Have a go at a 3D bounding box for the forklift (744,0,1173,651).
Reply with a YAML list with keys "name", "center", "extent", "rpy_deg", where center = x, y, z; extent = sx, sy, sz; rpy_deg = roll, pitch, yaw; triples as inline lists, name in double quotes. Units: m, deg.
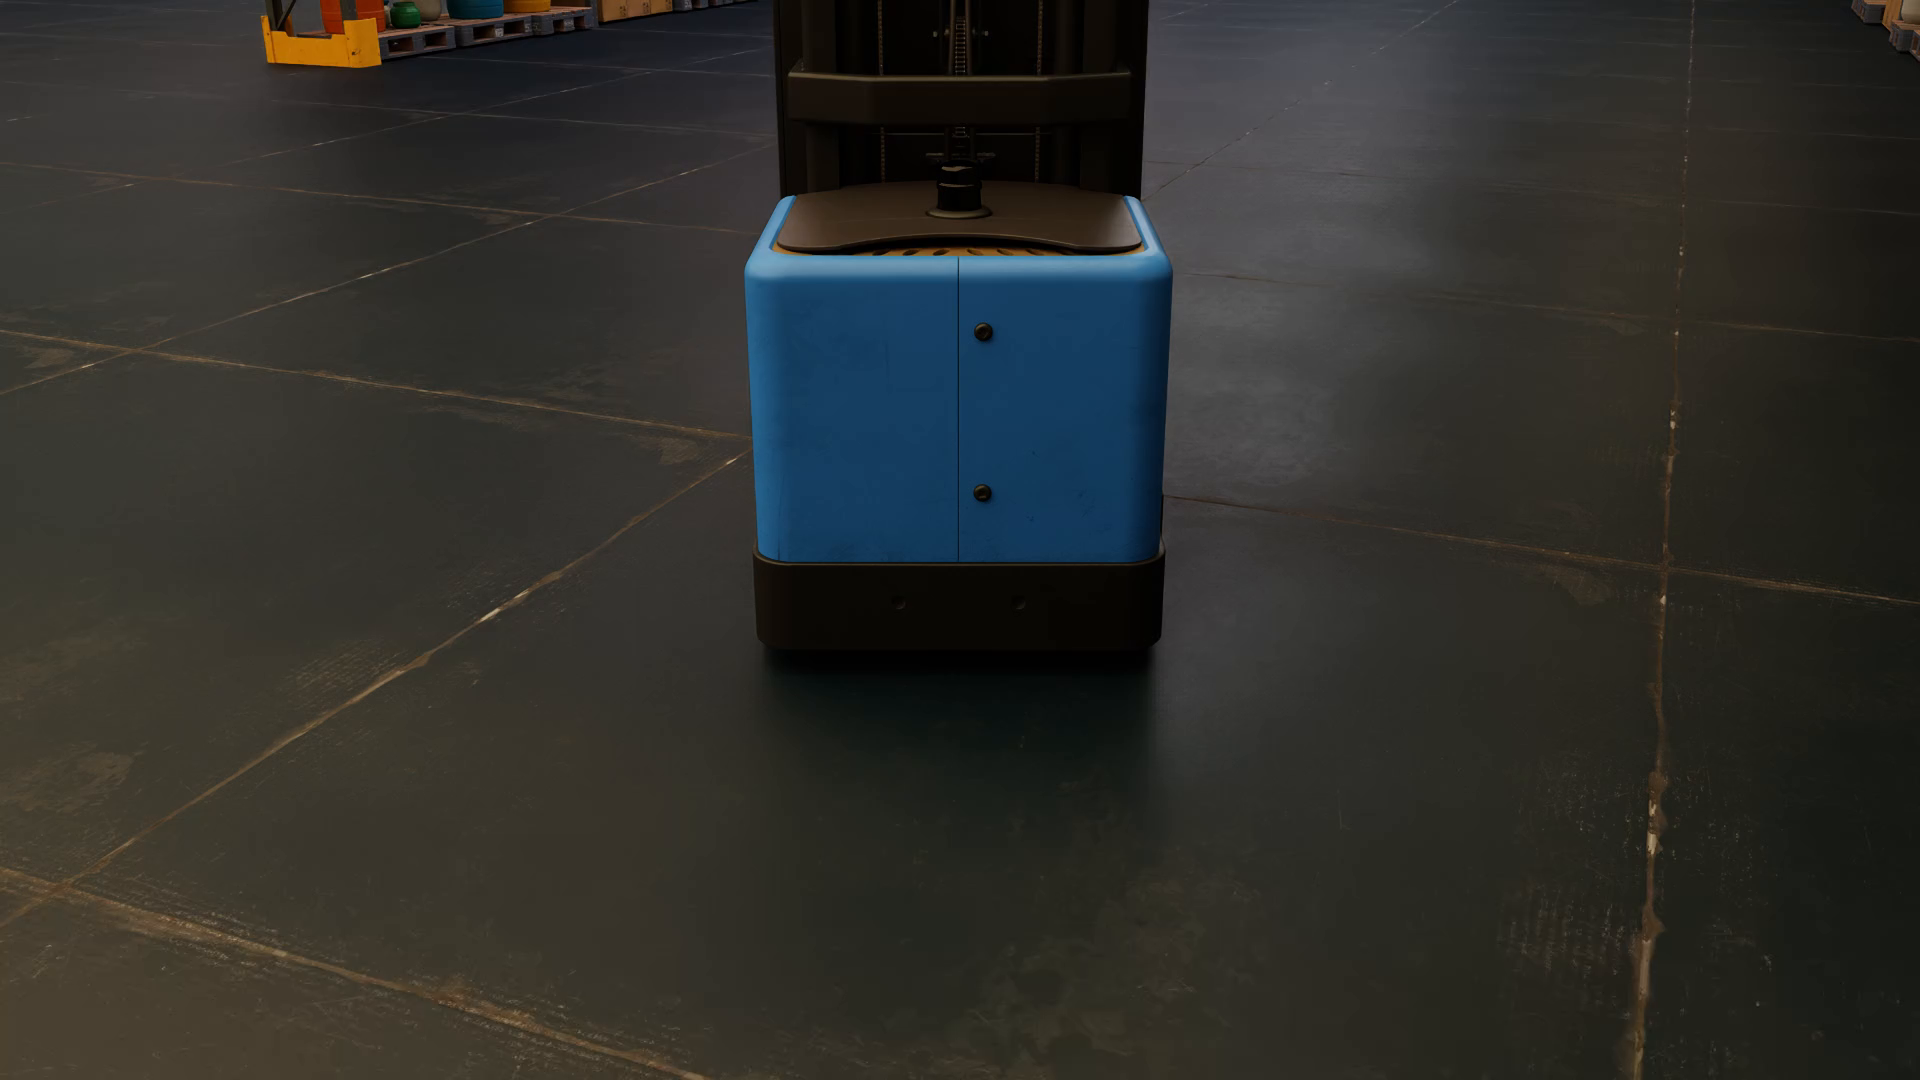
- name: "forklift"
  center: [0.002, -1.587, 5.089]
  extent: [1.130, 2.935, 3.031]
  rpy_deg: [0, 23, 0]
